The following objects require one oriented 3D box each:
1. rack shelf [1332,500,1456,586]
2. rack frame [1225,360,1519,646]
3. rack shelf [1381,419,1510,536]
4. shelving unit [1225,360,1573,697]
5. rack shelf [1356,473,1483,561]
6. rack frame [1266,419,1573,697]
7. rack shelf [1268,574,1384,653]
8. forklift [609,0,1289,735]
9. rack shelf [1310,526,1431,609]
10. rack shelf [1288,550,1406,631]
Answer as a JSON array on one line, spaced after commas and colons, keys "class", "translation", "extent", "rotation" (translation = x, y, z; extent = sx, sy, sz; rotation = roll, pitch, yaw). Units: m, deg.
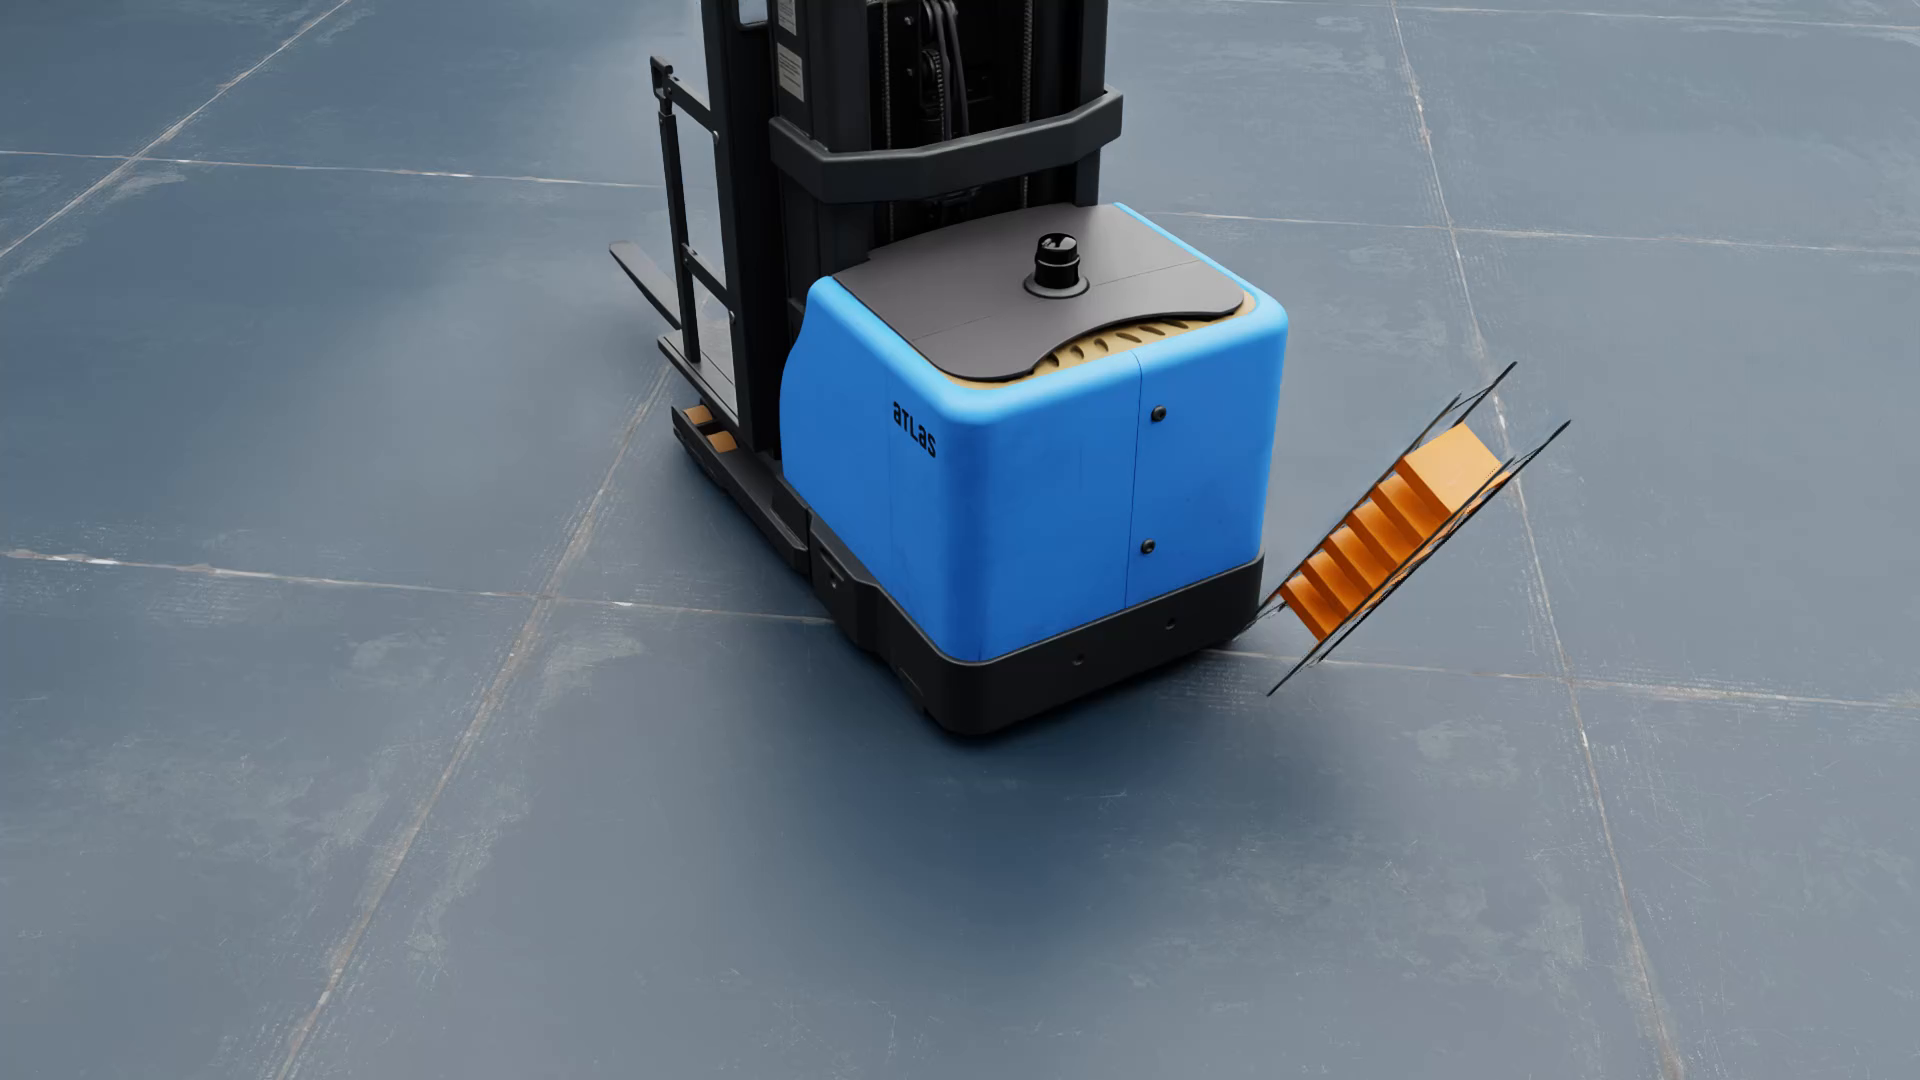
[{"class": "rack shelf", "translation": [1.096, -0.029, 4.182], "extent": [0.258, 0.103, 0.180], "rotation": [-28, 72, -32]}, {"class": "rack frame", "translation": [1.019, -0.059, 4.267], "extent": [0.240, 1.200, 0.006], "rotation": [-28, 72, -32]}, {"class": "rack shelf", "translation": [1.170, -0.152, 3.989], "extent": [0.258, 0.103, 0.180], "rotation": [-28, 72, -32]}, {"class": "shelving unit", "translation": [1.073, 0.010, 4.242], "extent": [0.258, 1.200, 0.189], "rotation": [-28, 72, -32]}, {"class": "rack shelf", "translation": [1.133, -0.090, 4.086], "extent": [0.258, 0.103, 0.180], "rotation": [-28, 72, -32]}, {"class": "rack frame", "translation": [1.127, 0.080, 4.218], "extent": [0.240, 1.200, 0.006], "rotation": [-28, 72, -32]}, {"class": "rack shelf", "translation": [0.987, 0.157, 4.470], "extent": [0.258, 0.103, 0.180], "rotation": [-28, 72, -32]}, {"class": "forklift", "translation": [-0.317, -1.508, 4.840], "extent": [1.130, 2.935, 3.031], "rotation": [-19, 40, -24]}, {"class": "rack shelf", "translation": [1.060, 0.033, 4.278], "extent": [0.258, 0.103, 0.180], "rotation": [-28, 72, -32]}, {"class": "rack shelf", "translation": [1.023, 0.095, 4.374], "extent": [0.258, 0.103, 0.180], "rotation": [-28, 72, -32]}]
